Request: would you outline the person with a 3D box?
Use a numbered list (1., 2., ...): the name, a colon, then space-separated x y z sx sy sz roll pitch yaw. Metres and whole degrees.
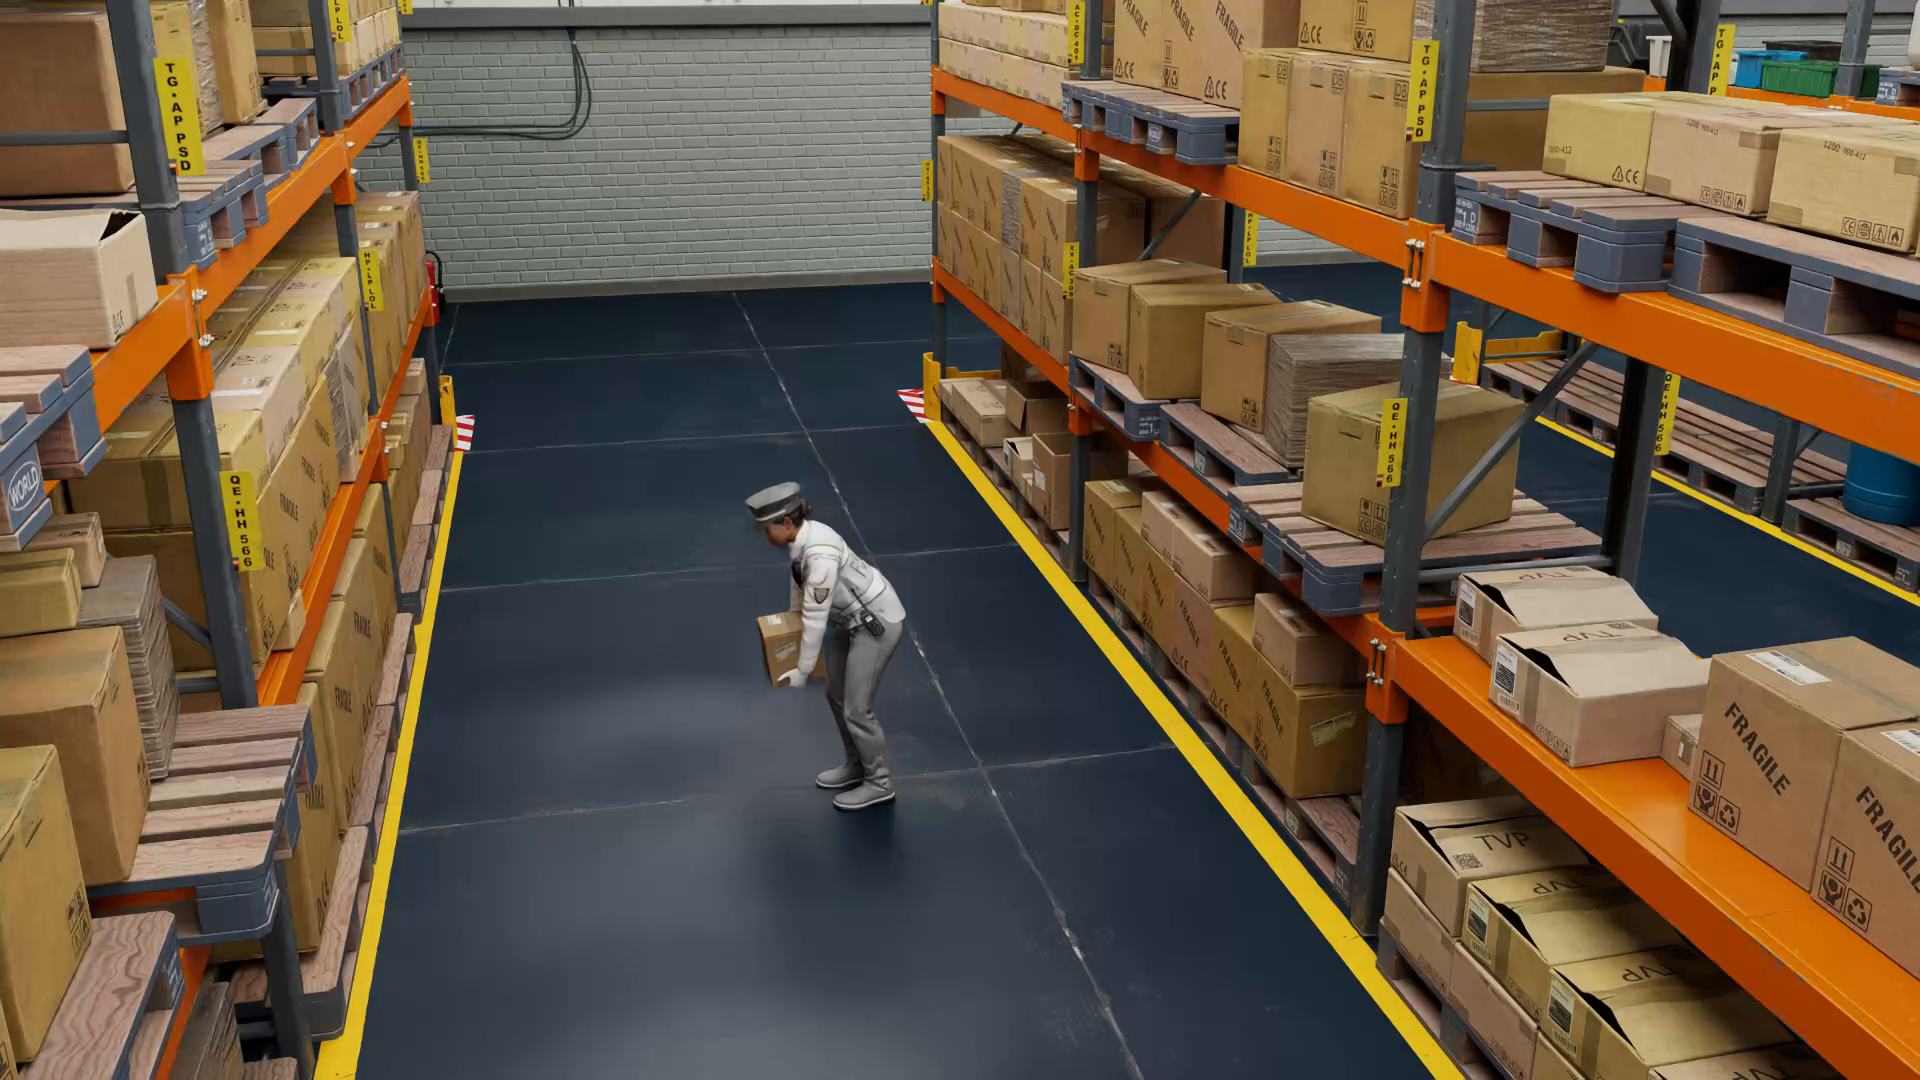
1. person: -0.591 0.469 7.474 0.695 1.529 0.406 -5 20 -13
